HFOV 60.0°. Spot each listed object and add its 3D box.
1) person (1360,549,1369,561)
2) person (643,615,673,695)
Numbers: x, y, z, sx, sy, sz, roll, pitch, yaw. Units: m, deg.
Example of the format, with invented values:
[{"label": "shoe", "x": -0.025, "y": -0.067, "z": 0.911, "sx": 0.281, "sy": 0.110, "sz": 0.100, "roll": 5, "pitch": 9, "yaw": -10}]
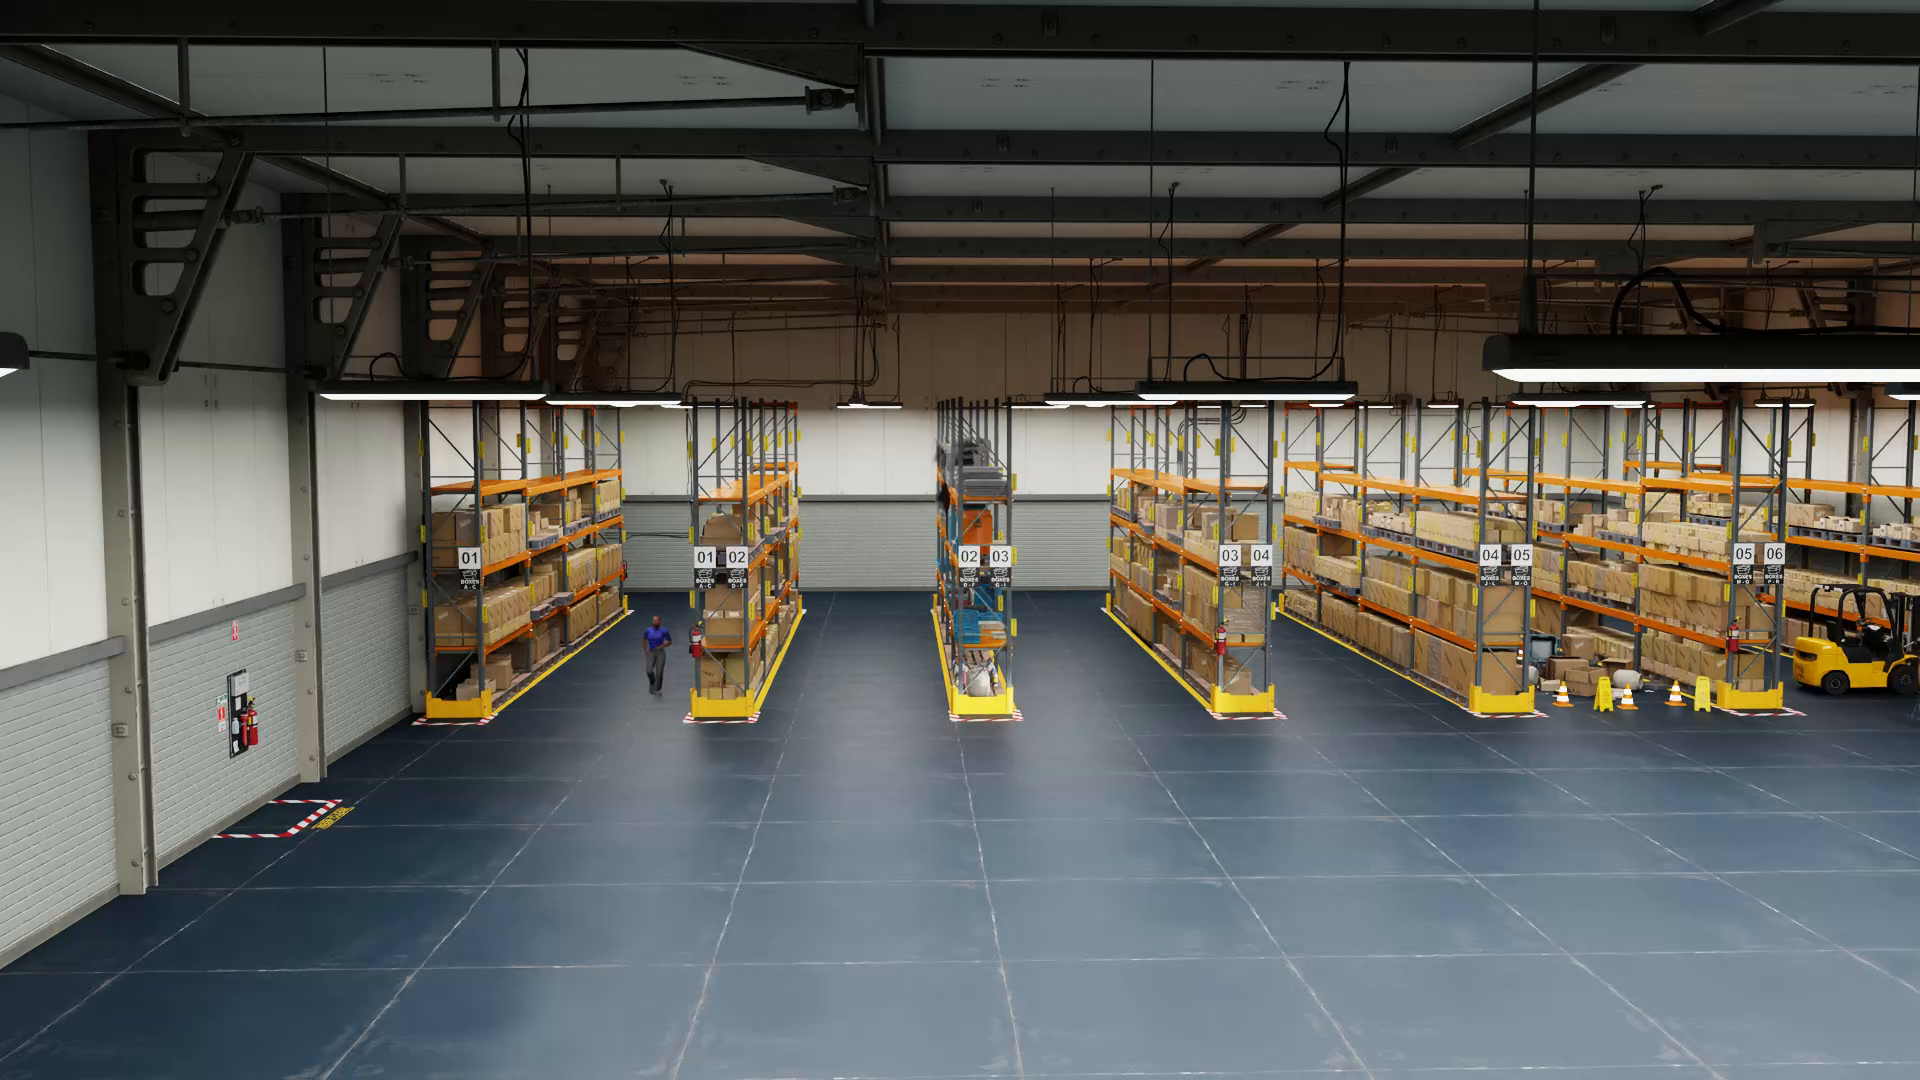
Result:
[{"label": "person", "x": 11.954, "y": 1.103, "z": 49.049, "sx": 0.677, "sy": 1.710, "sz": 0.667, "roll": 0, "pitch": 4, "yaw": -3}, {"label": "person", "x": -6.088, "y": 2.411, "z": 33.392, "sx": 0.628, "sy": 1.444, "sz": 0.546, "roll": 0, "pitch": 4, "yaw": 1}]
